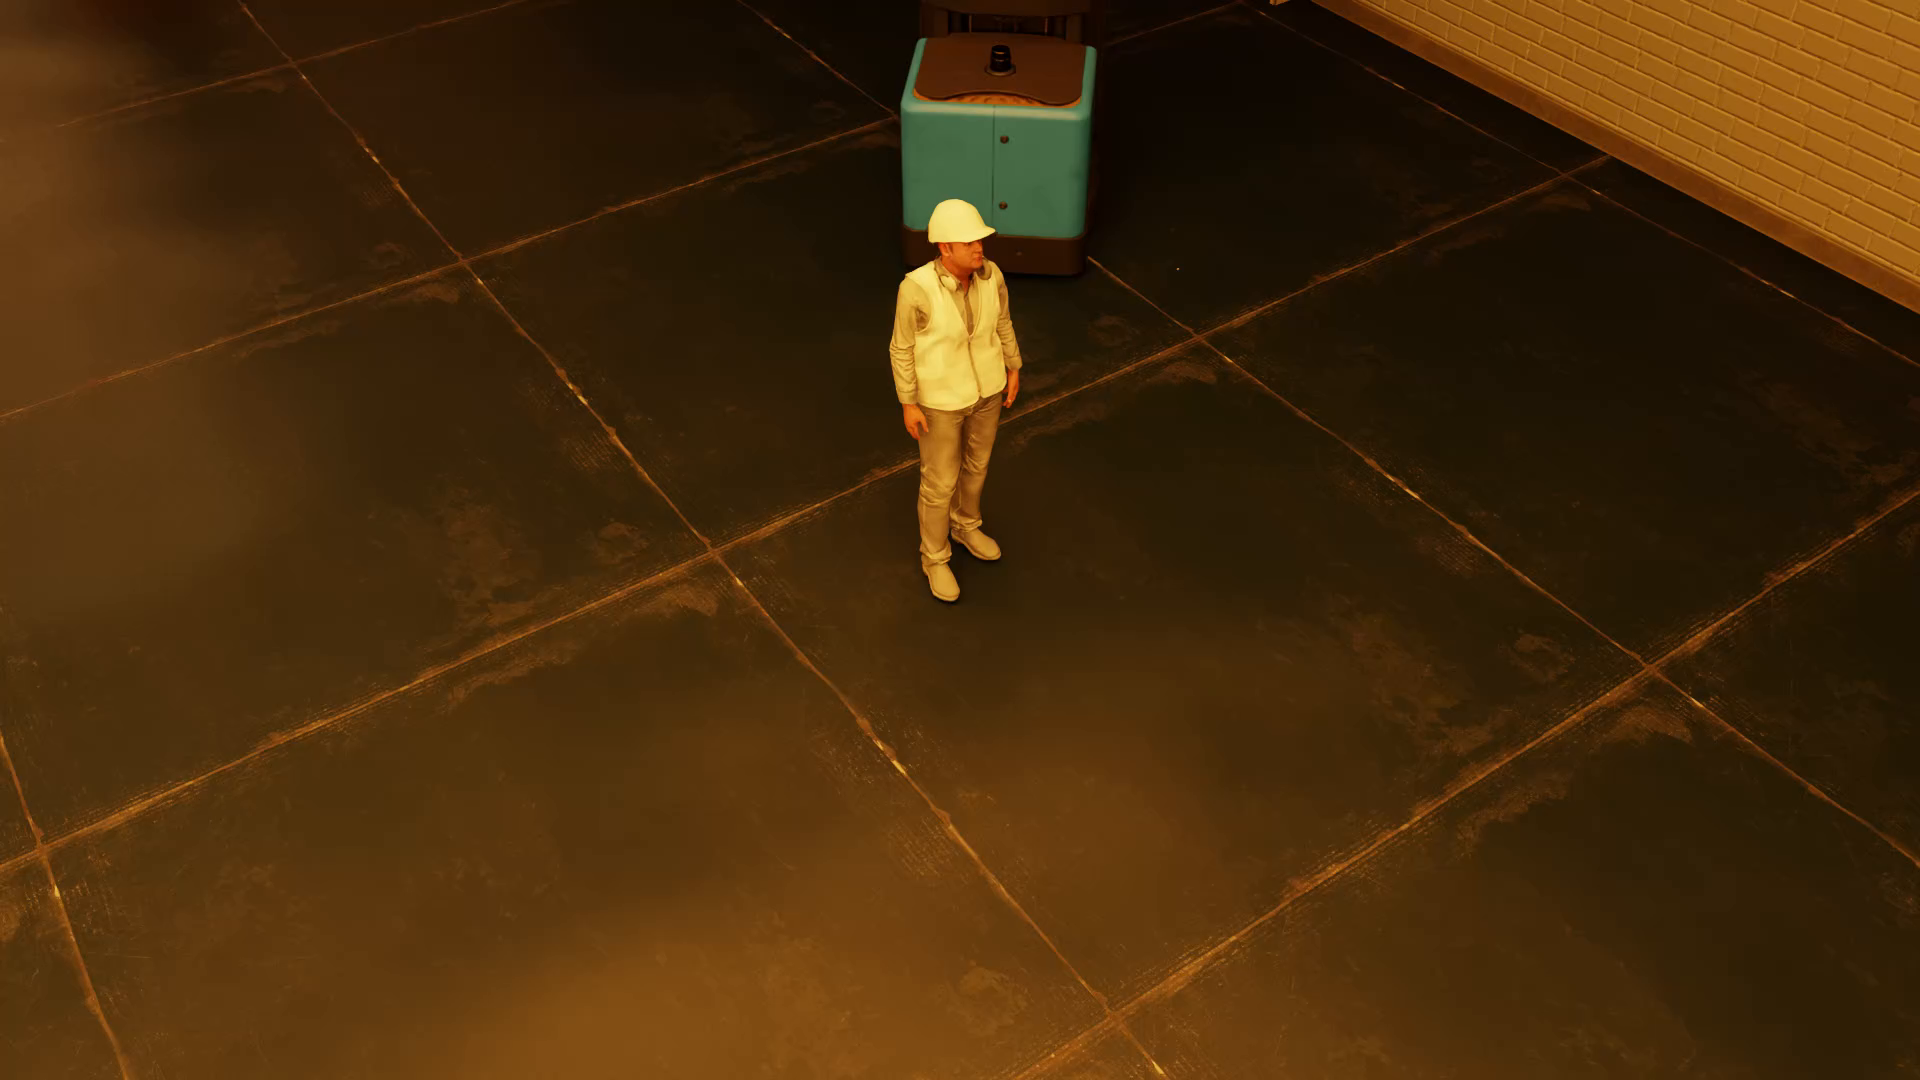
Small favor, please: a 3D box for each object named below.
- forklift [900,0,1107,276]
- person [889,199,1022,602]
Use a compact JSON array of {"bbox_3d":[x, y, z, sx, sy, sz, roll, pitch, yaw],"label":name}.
[{"bbox_3d":[0.335,-3.566,9.585,1.130,2.935,3.031,4,43,4],"label":"forklift"},{"bbox_3d":[0.030,-0.620,7.231,0.633,1.775,0.566,-25,48,-25],"label":"person"}]
